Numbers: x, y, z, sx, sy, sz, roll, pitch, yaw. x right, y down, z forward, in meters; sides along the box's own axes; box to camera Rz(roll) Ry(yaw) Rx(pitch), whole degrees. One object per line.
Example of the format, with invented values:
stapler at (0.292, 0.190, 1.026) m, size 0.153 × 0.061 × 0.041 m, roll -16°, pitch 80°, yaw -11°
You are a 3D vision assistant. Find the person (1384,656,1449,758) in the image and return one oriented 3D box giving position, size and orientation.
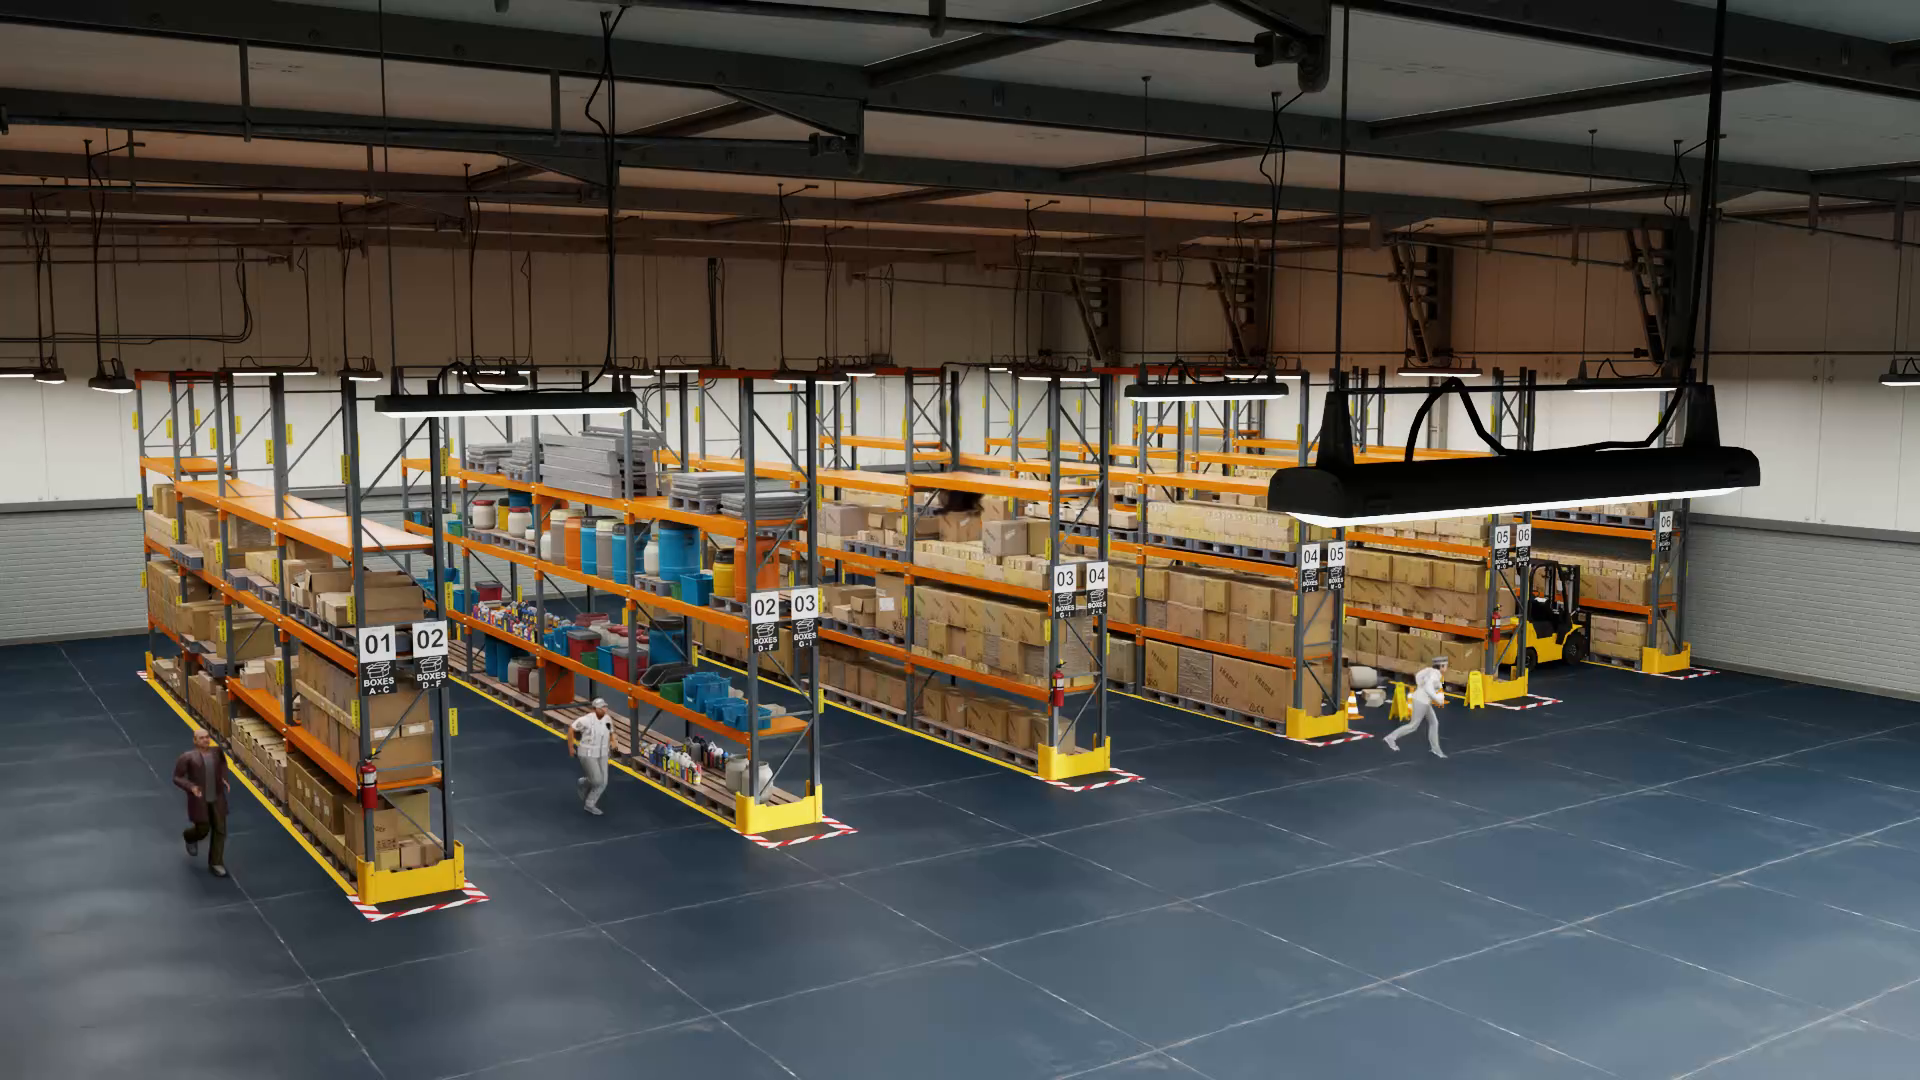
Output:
person at (7.163, 2.621, 26.096) m, size 0.976 × 1.631 × 0.653 m, roll 0°, pitch 6°, yaw 4°

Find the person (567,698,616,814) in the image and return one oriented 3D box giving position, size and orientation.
person at (-5.002, 2.973, 22.830) m, size 0.622 × 1.619 × 0.646 m, roll 6°, pitch 9°, yaw 44°

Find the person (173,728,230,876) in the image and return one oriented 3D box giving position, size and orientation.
person at (-9.221, 3.176, 20.340) m, size 0.850 × 1.743 × 0.711 m, roll 6°, pitch 9°, yaw 43°
